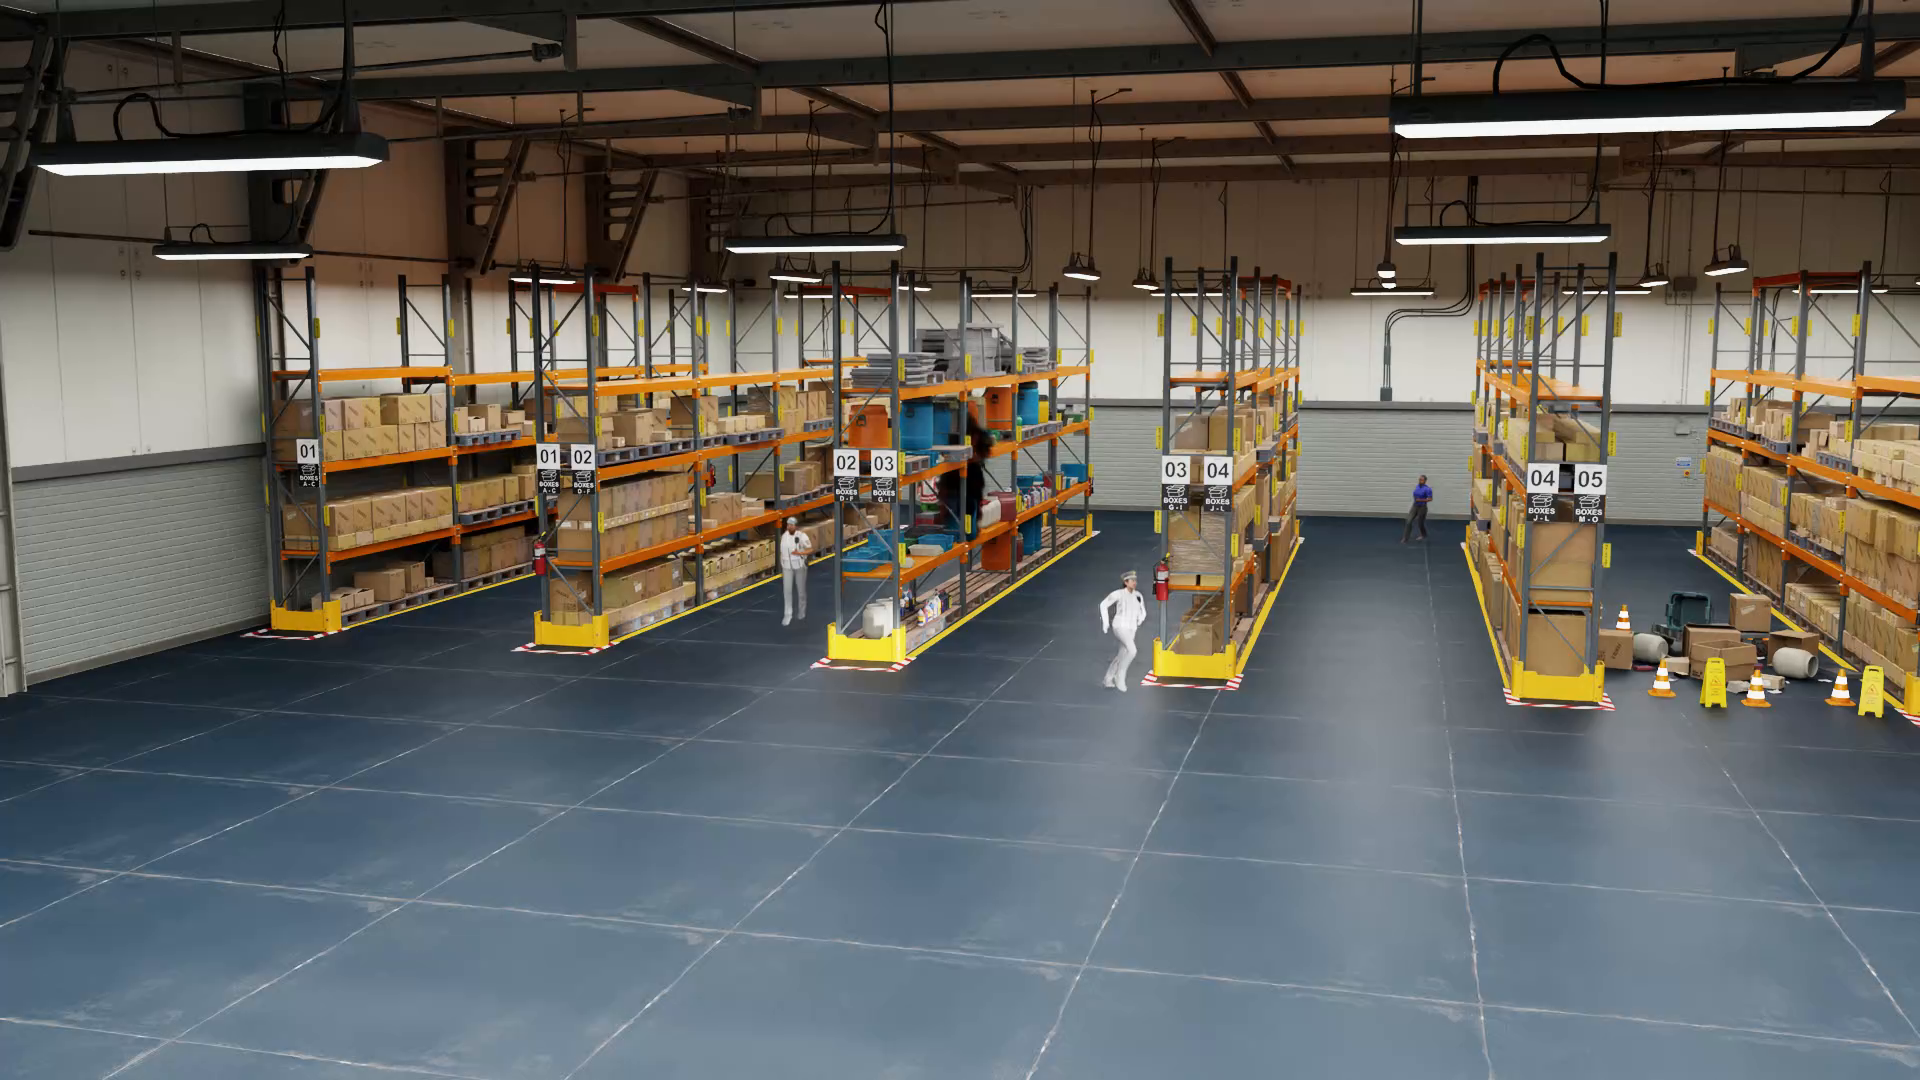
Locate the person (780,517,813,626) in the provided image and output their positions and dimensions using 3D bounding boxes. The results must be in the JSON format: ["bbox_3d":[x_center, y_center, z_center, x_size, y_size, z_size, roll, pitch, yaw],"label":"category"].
[{"bbox_3d":[-2.655,0.480,26.903,0.587,1.712,0.806,1,7,11],"label":"person"}]

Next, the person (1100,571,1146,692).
[{"bbox_3d":[2.333,1.242,23.111,0.597,1.637,0.630,-5,9,-32],"label":"person"}]

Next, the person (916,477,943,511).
[{"bbox_3d":[-0.732,-0.857,39.123,0.654,1.796,0.993,0,7,2],"label":"person"}]

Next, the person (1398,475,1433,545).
[{"bbox_3d":[10.741,-0.703,38.743,0.813,1.656,0.667,-6,9,-38],"label":"person"}]
